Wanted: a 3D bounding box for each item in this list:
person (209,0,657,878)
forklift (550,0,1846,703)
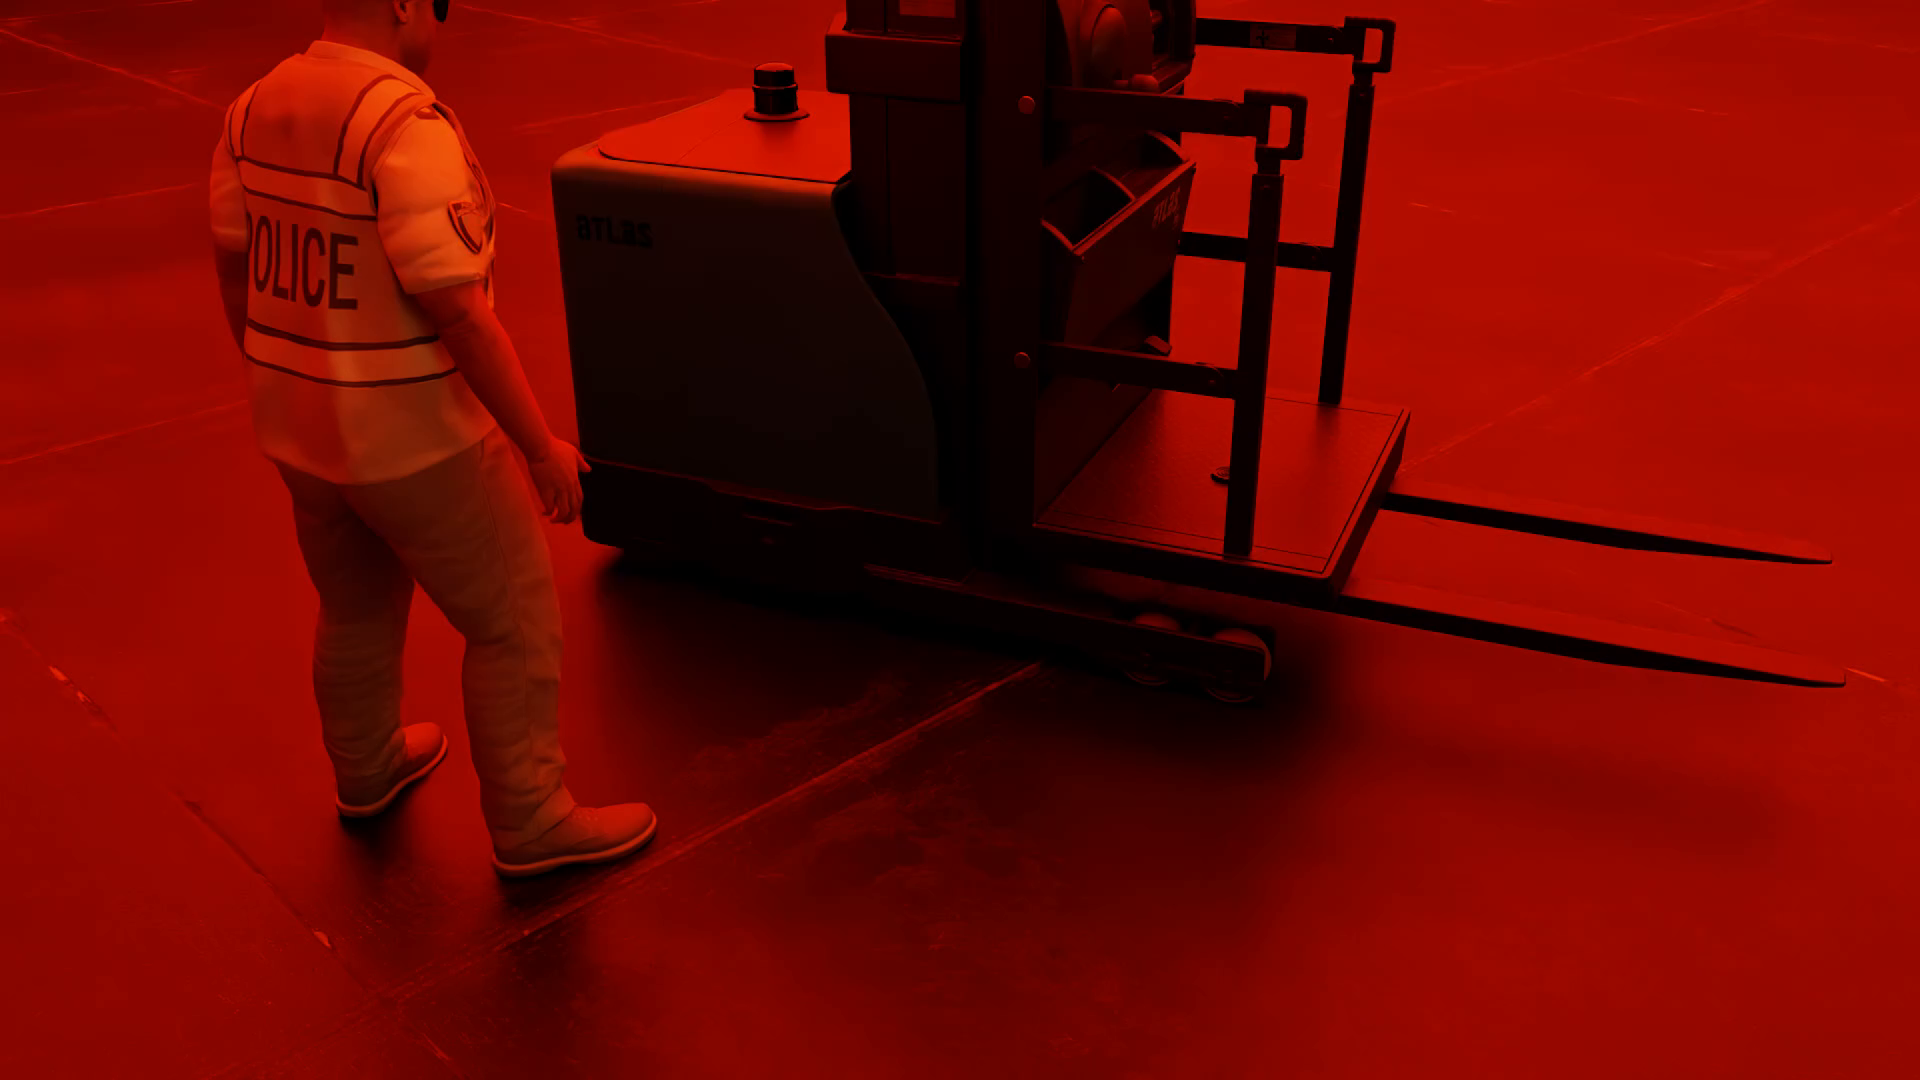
[{"bbox_3d":[-0.992,-0.197,2.967,0.717,1.754,0.455,16,30,30],"label":"person"},{"bbox_3d":[0.560,-1.212,3.684,3.031,2.935,1.130,11,28,20],"label":"forklift"}]
